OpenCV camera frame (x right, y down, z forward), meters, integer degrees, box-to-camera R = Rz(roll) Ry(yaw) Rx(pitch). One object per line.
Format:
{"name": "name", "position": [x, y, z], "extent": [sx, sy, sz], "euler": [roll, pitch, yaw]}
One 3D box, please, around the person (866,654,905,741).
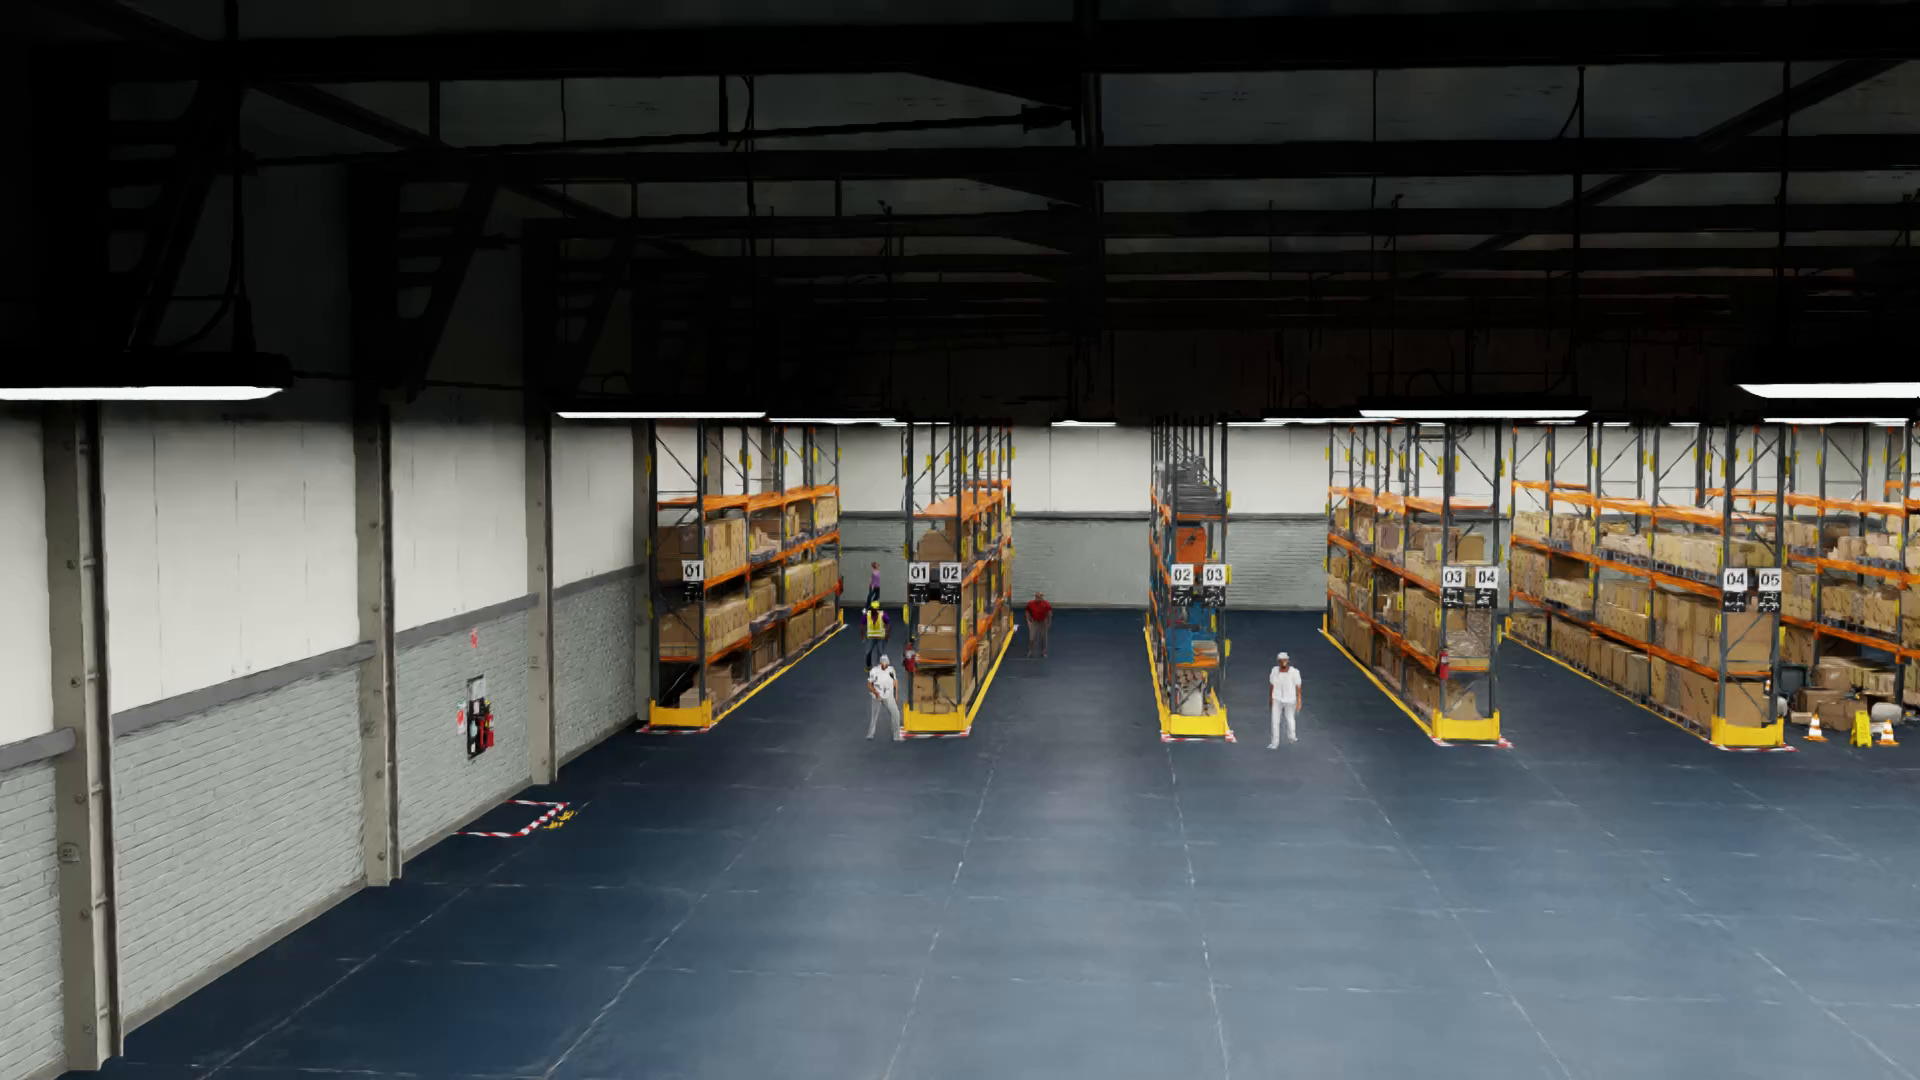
{"name": "person", "position": [-1.392, 2.867, 30.495], "extent": [0.660, 1.591, 0.811], "euler": [-1, 4, -13]}

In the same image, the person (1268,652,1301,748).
{"name": "person", "position": [5.829, 2.856, 29.825], "extent": [0.599, 1.728, 0.940], "euler": [1, 4, 21]}

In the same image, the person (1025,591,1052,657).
{"name": "person", "position": [1.967, 2.091, 41.637], "extent": [0.682, 1.675, 0.535], "euler": [0, 4, 3]}

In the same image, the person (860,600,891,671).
{"name": "person", "position": [-1.987, 2.256, 38.924], "extent": [0.719, 1.714, 0.578], "euler": [0, 4, 3]}

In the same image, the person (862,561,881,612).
{"name": "person", "position": [-2.751, 1.460, 51.624], "extent": [0.422, 1.594, 0.572], "euler": [3, 5, 41]}
